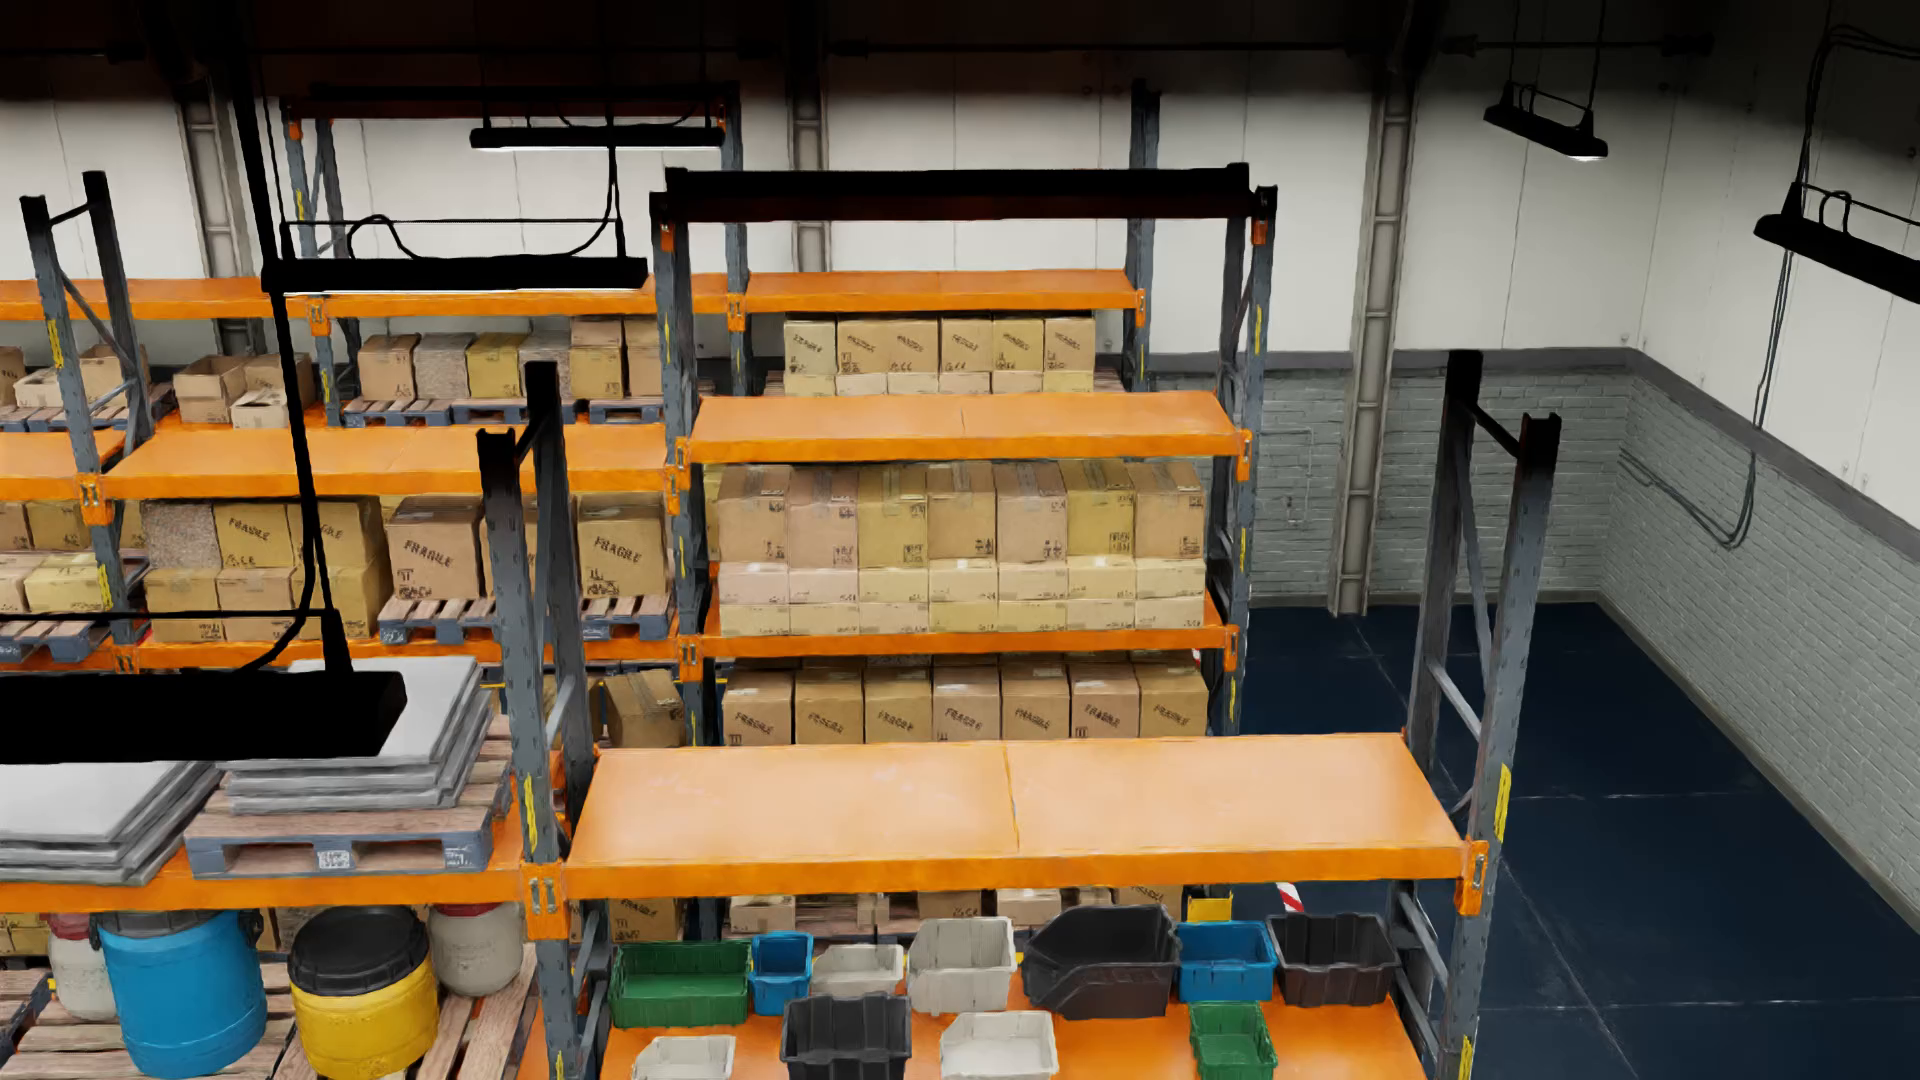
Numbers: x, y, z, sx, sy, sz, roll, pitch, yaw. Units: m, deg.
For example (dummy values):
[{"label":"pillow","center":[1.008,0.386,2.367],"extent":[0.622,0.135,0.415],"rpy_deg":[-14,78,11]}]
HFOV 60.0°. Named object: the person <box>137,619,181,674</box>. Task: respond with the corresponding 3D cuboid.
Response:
[{"label":"person","center":[-7.624,1.235,15.863],"extent":[1.037,1.657,0.536],"rpy_deg":[-4,23,-10]}]
